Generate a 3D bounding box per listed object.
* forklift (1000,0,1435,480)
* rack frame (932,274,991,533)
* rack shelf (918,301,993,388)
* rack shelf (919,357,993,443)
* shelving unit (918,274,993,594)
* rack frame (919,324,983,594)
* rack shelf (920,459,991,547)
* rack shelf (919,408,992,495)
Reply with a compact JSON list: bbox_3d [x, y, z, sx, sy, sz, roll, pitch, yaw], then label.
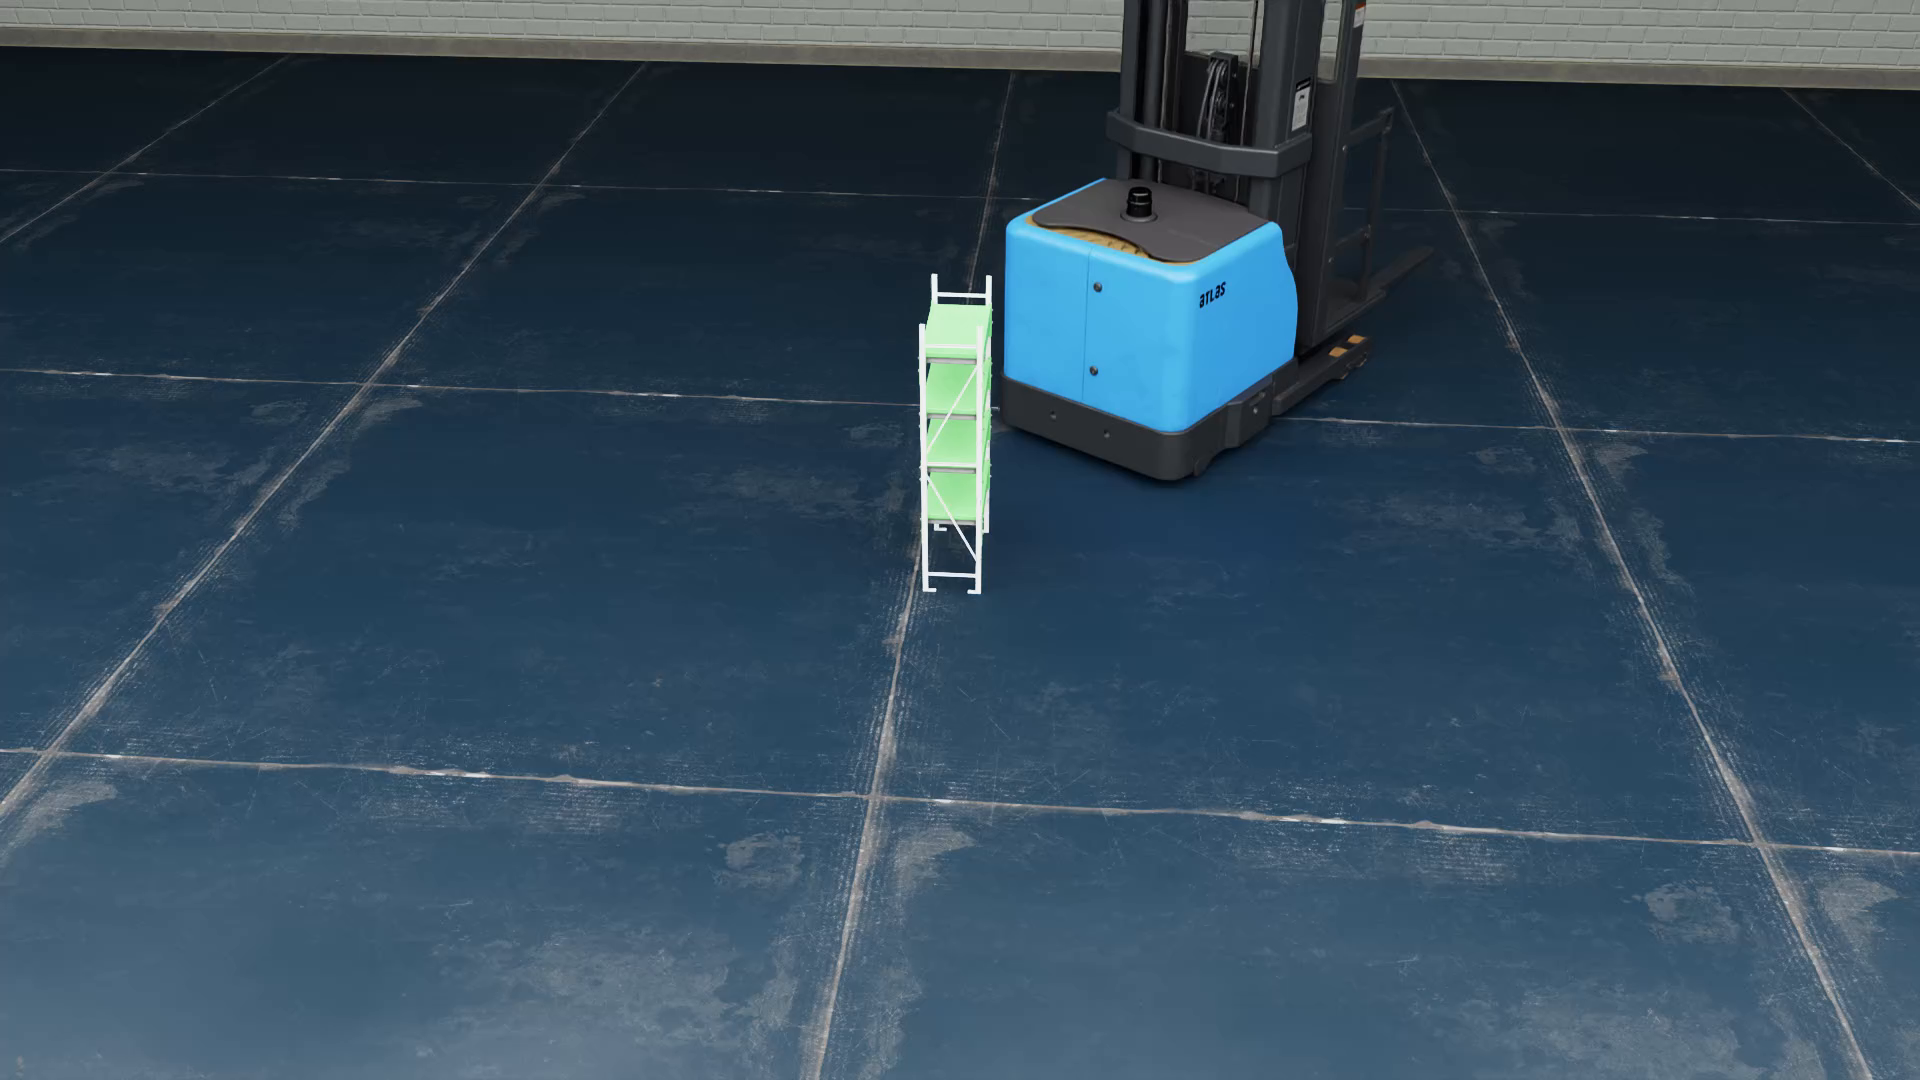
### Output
[{"bbox_3d":[1.512,-2.224,8.065,1.130,2.935,3.031,23,38,32],"label":"forklift"},{"bbox_3d":[0.006,-0.552,7.002,0.240,1.200,0.015,2,32,4],"label":"rack frame"},{"bbox_3d":[-0.013,-0.778,6.576,0.258,0.148,0.480,2,32,4],"label":"rack shelf"},{"bbox_3d":[-0.013,-0.574,6.702,0.258,0.148,0.480,2,32,4],"label":"rack shelf"},{"bbox_3d":[-0.013,-0.424,6.795,0.258,1.200,0.503,2,32,4],"label":"shelving unit"},{"bbox_3d":[-0.033,-0.297,6.588,0.240,1.200,0.015,2,32,4],"label":"rack frame"},{"bbox_3d":[-0.013,-0.166,6.954,0.258,0.148,0.480,2,32,4],"label":"rack shelf"},{"bbox_3d":[-0.013,-0.370,6.828,0.258,0.148,0.480,2,32,4],"label":"rack shelf"}]
